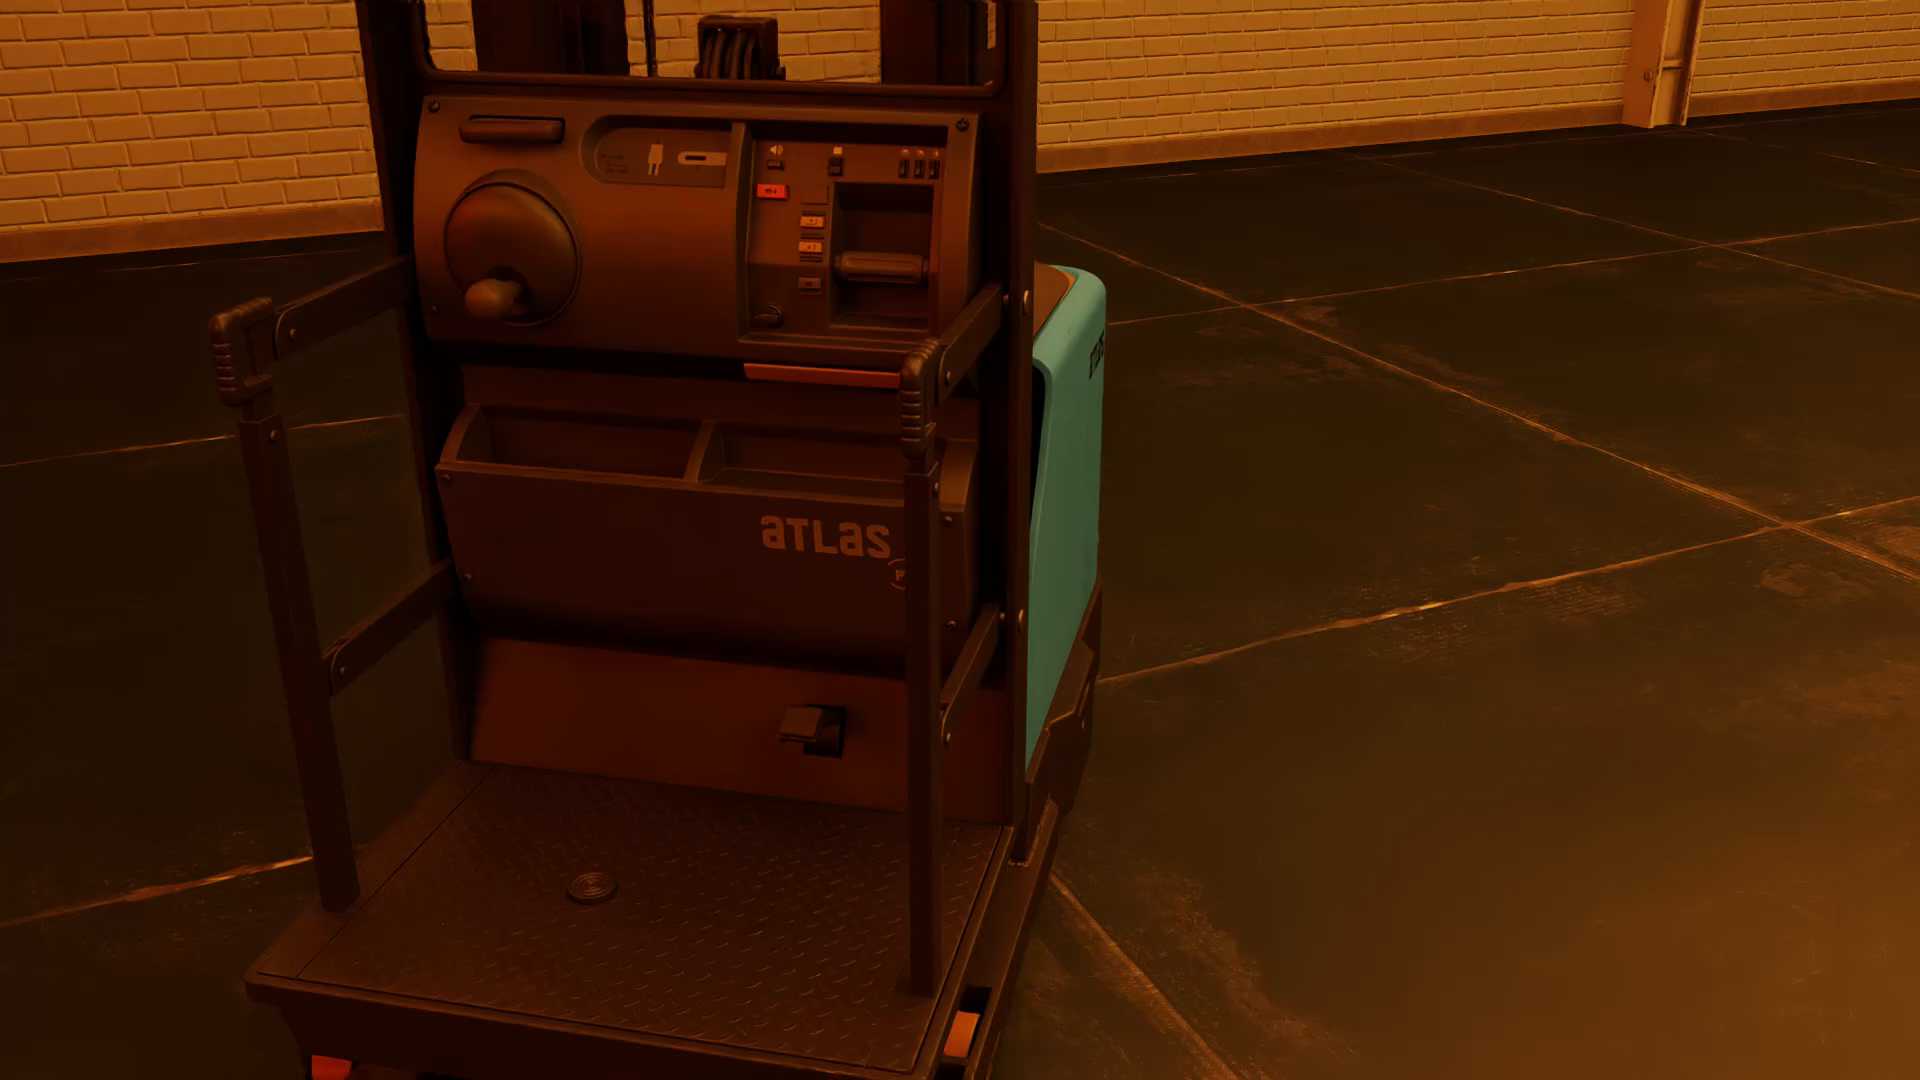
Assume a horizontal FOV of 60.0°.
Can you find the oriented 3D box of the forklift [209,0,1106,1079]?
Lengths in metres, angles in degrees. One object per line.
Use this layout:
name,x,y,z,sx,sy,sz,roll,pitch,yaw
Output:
forklift,-0.476,-0.482,2.446,1.130,2.935,3.031,5,23,12
